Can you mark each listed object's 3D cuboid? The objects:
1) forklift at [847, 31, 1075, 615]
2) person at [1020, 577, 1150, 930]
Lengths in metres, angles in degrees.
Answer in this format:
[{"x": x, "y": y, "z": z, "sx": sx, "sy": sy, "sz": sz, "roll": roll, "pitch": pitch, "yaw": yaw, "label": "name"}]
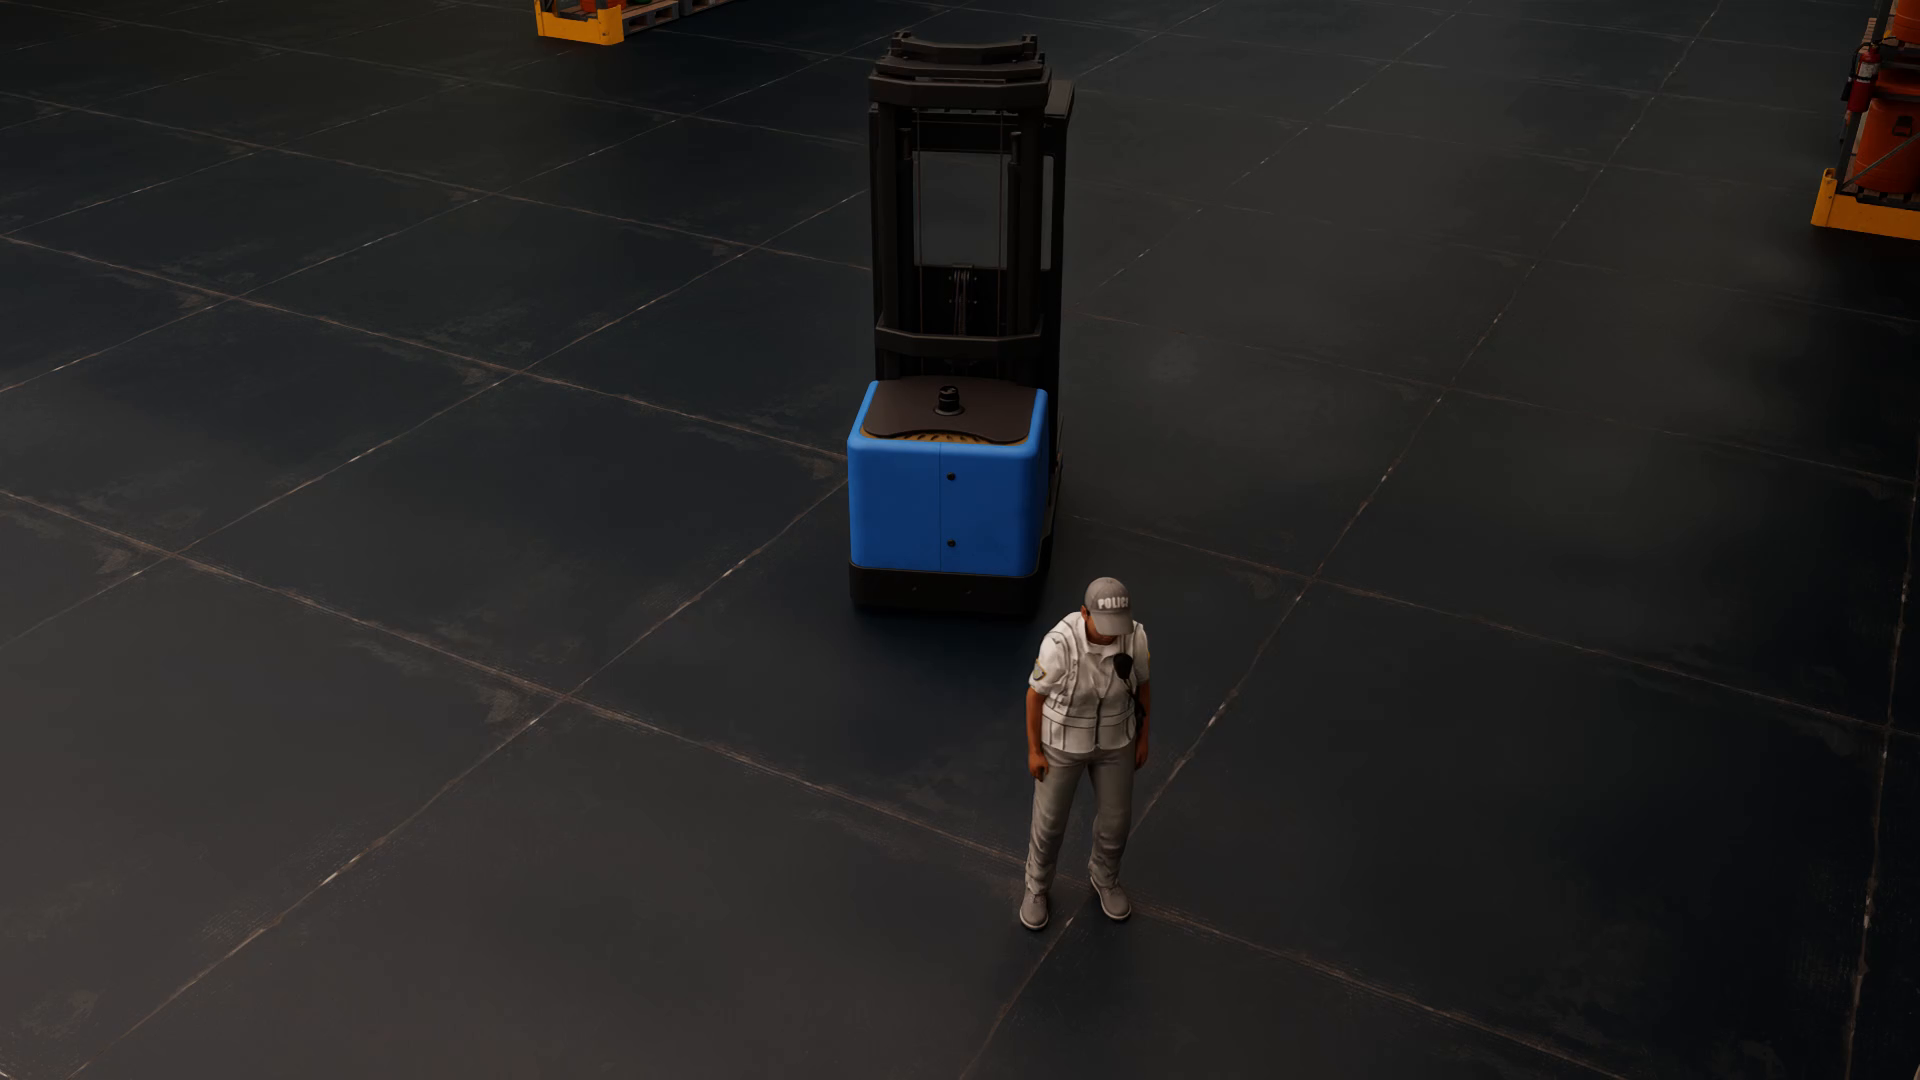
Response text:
[{"x": 0.072, "y": -1.572, "z": 9.794, "sx": 1.130, "sy": 2.935, "sz": 3.031, "roll": 3, "pitch": 30, "yaw": 6, "label": "forklift"}, {"x": 0.520, "y": 0.855, "z": 6.859, "sx": 0.559, "sy": 1.665, "sz": 0.468, "roll": -6, "pitch": 30, "yaw": -10, "label": "person"}]
